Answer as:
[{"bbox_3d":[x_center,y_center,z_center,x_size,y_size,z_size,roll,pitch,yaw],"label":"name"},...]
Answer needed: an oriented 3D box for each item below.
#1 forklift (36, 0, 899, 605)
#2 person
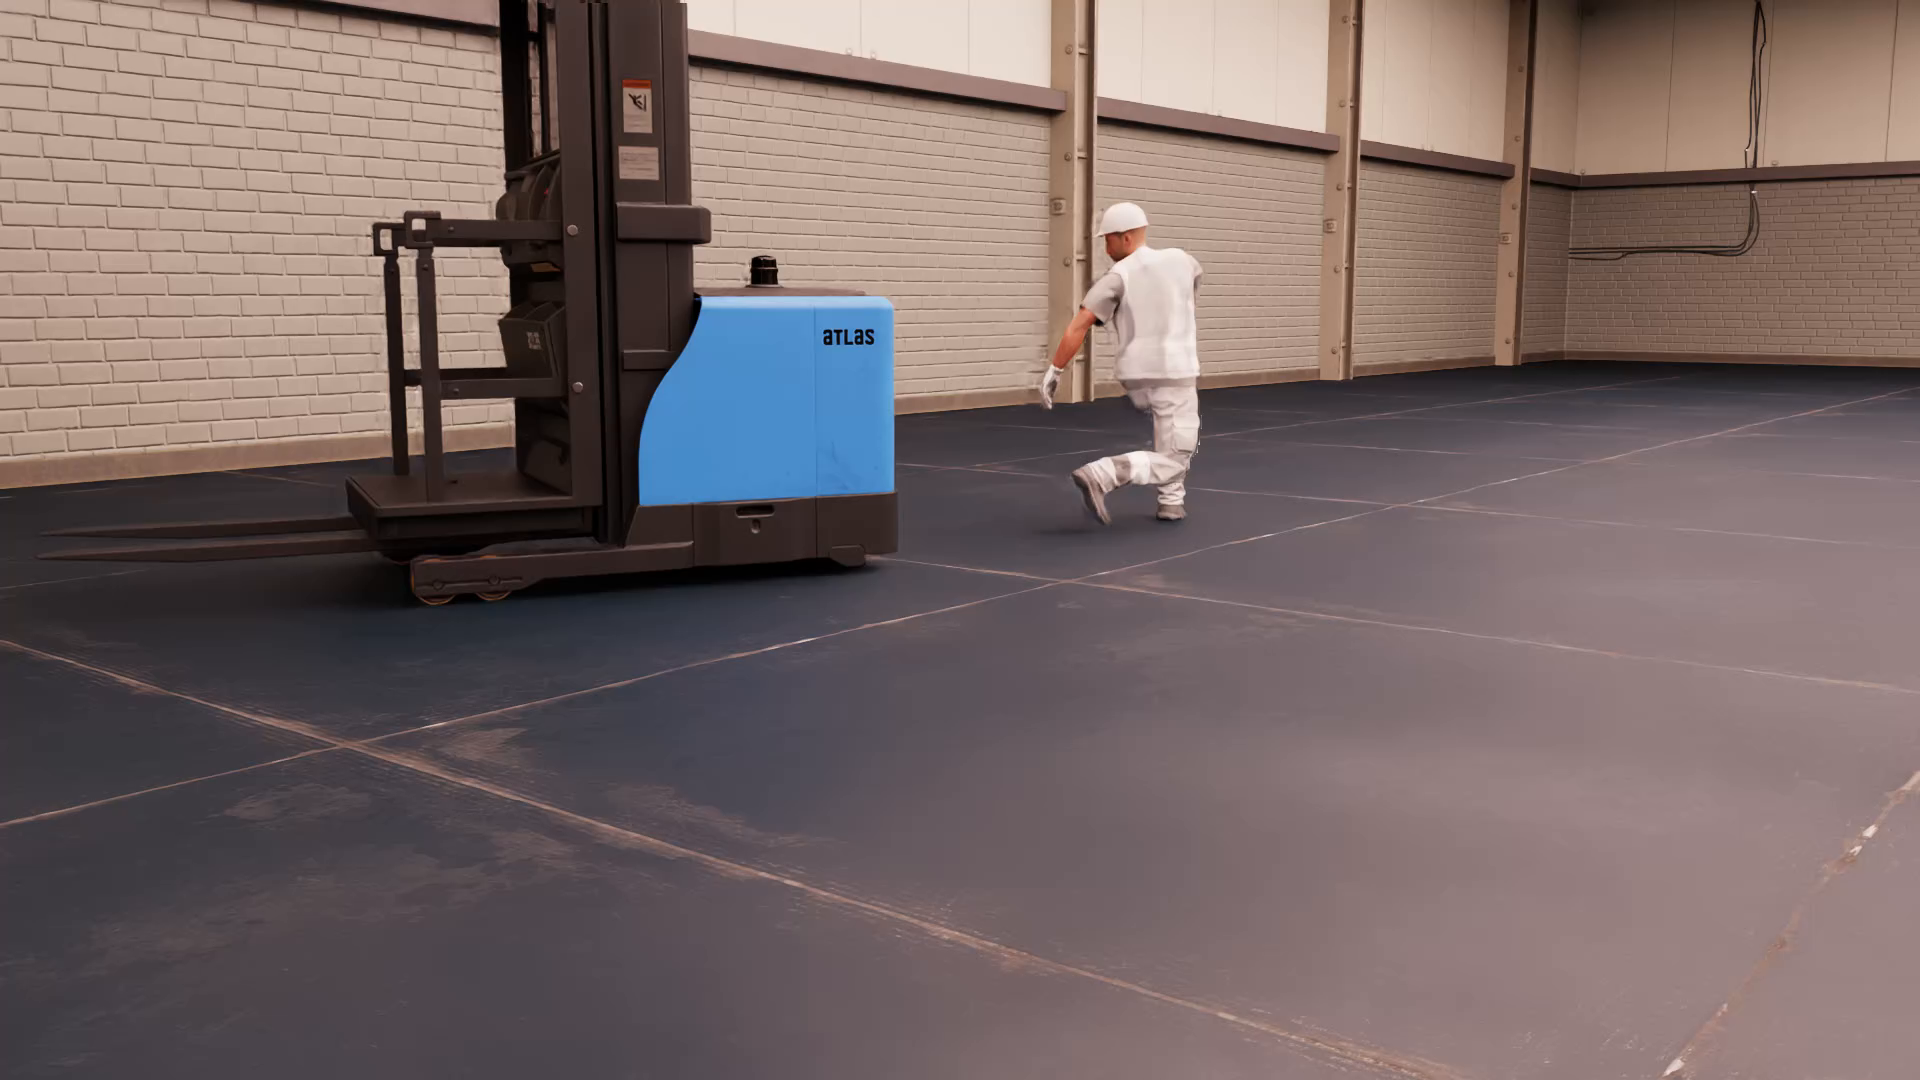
[{"bbox_3d":[-1.804,-1.307,6.217,3.031,2.935,1.130,-4,9,-25],"label":"forklift"},{"bbox_3d":[0.808,-0.821,7.890,0.670,1.540,0.928,5,10,31],"label":"person"}]
